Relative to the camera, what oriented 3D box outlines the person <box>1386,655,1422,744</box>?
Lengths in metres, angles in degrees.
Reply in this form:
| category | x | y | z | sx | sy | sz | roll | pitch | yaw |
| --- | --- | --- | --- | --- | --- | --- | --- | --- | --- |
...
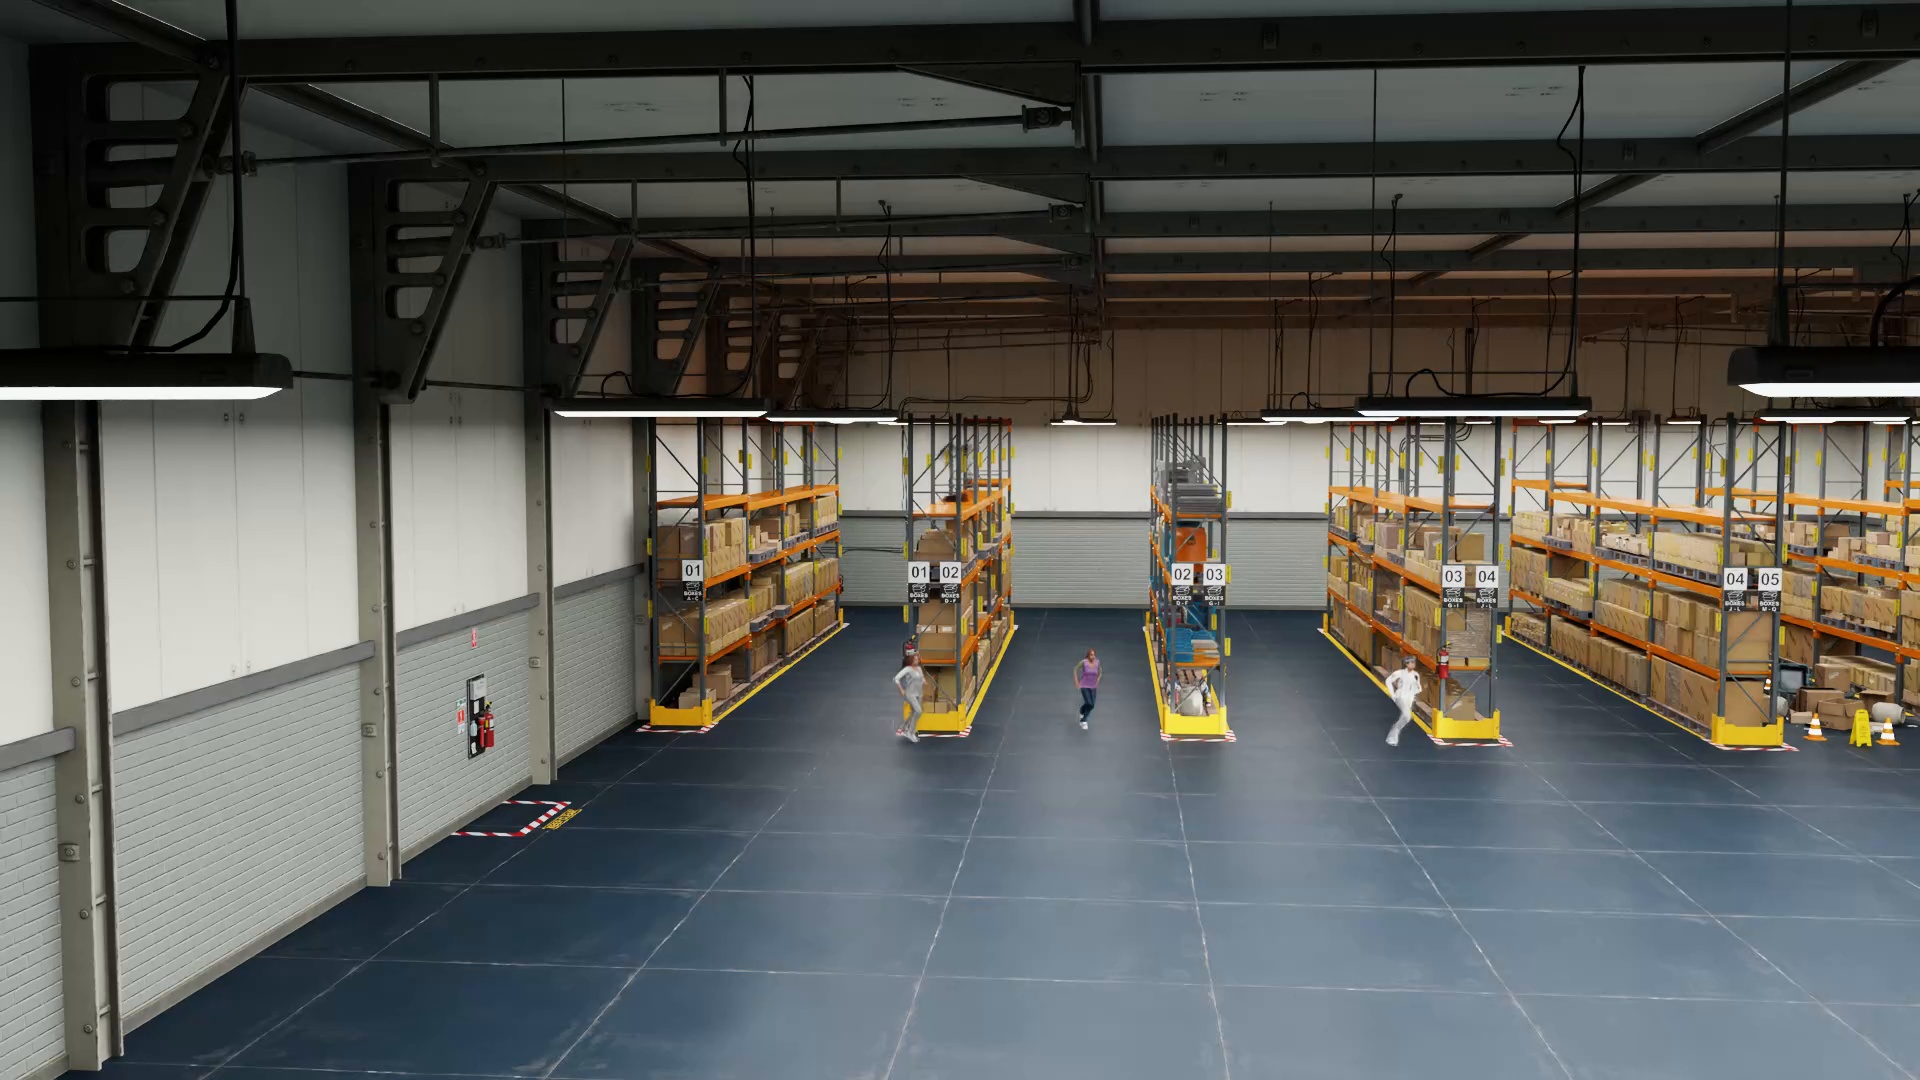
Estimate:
| category | x | y | z | sx | sy | sz | roll | pitch | yaw |
| --- | --- | --- | --- | --- | --- | --- | --- | --- | --- |
| person | 8.045 | 2.882 | 29.999 | 0.640 | 1.610 | 0.617 | -2 | 4 | -22 |

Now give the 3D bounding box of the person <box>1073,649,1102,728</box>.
| category | x | y | z | sx | sy | sz | roll | pitch | yaw |
| --- | --- | --- | --- | --- | --- | --- | --- | --- | --- |
| person | 2.463 | 2.822 | 31.631 | 0.511 | 1.541 | 0.588 | -1 | 4 | -19 |

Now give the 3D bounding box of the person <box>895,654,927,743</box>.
| category | x | y | z | sx | sy | sz | roll | pitch | yaw |
| --- | --- | --- | --- | --- | --- | --- | --- | --- | --- |
| person | -0.848 | 2.881 | 30.337 | 0.688 | 1.622 | 0.507 | 3 | 5 | 42 |
